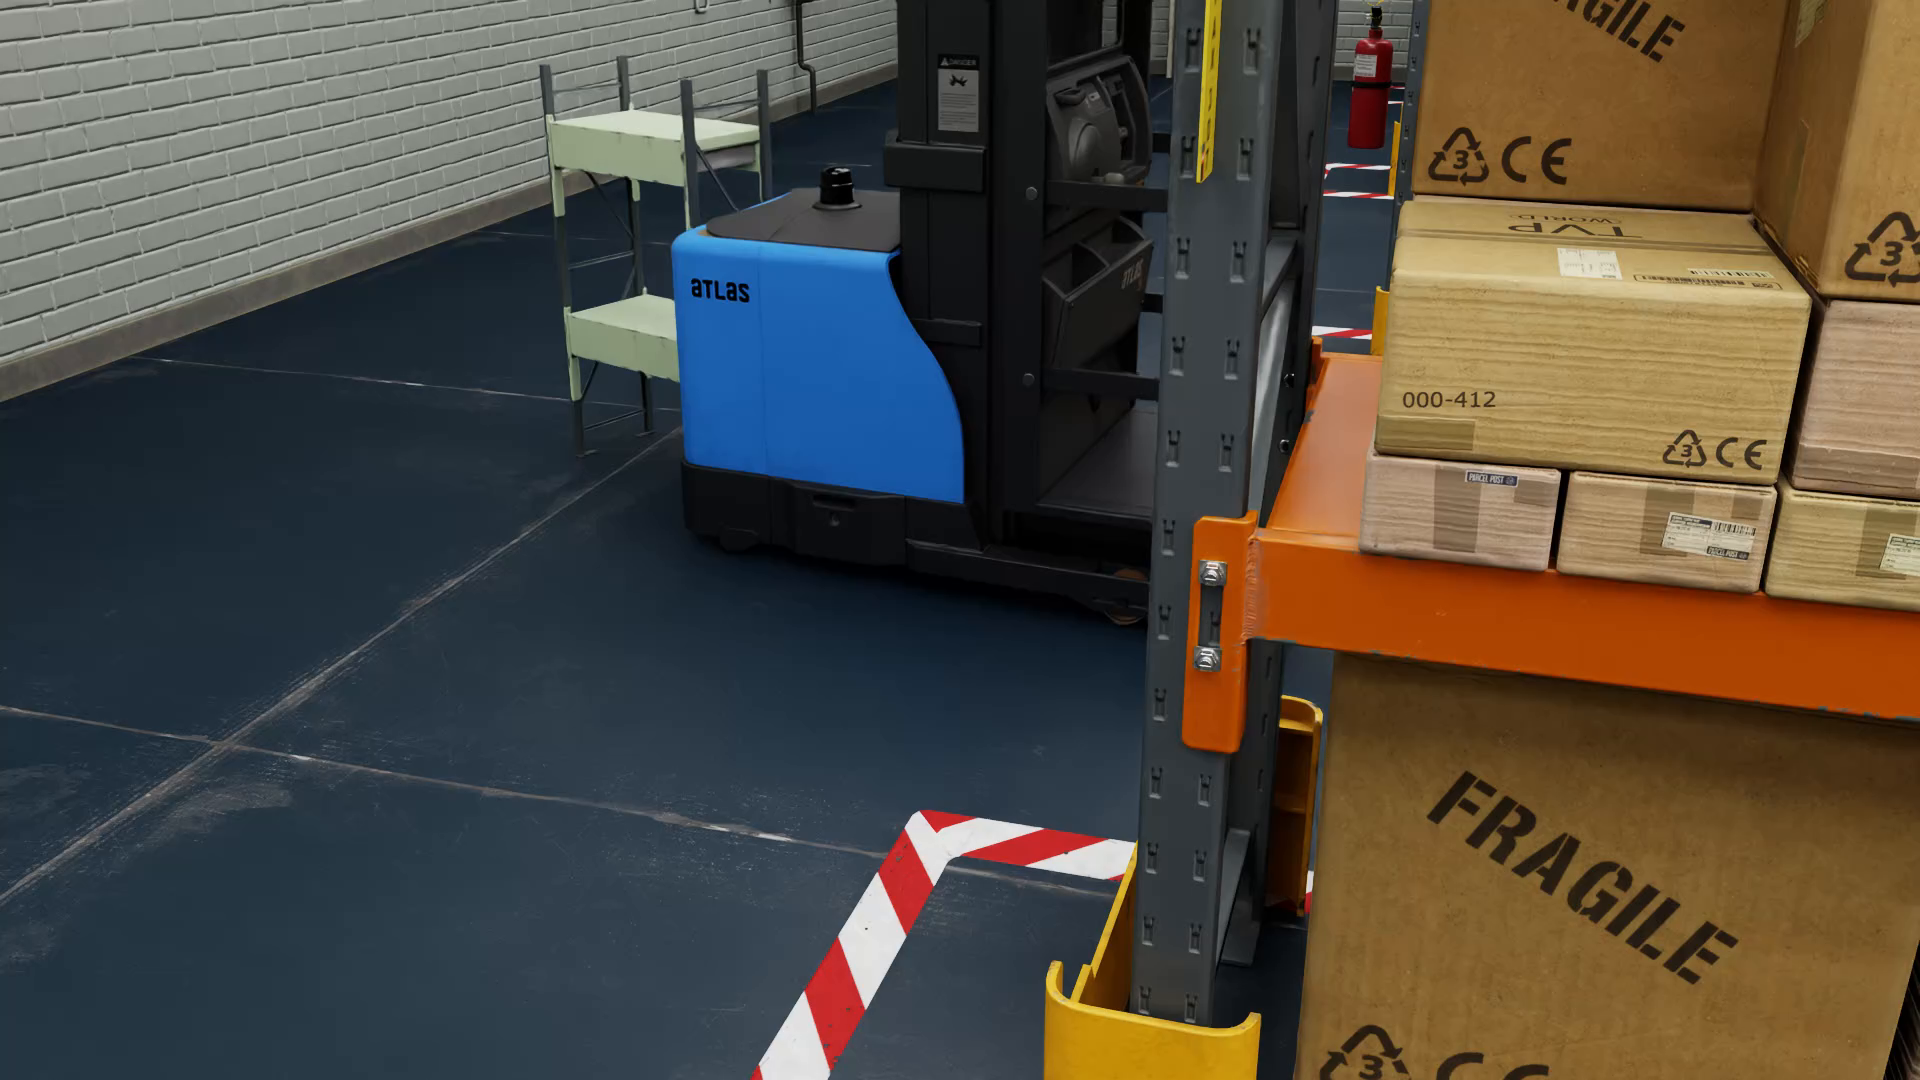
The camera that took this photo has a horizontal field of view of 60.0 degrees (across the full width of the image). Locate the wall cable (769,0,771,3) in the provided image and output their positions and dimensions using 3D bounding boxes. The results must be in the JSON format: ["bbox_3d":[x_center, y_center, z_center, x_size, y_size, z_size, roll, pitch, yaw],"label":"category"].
[{"bbox_3d":[-1.664,-5.576,14.073,0.122,1.984,0.588,7,23,16],"label":"wall cable"}]

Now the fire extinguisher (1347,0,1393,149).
[{"bbox_3d":[1.901,-2.158,7.671,0.183,0.674,0.296,7,23,16],"label":"fire extinguisher"}]

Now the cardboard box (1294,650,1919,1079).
[{"bbox_3d":[1.116,0.450,2.966,0.875,0.875,0.875,7,23,16],"label":"cardboard box"}]

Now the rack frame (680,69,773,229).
[{"bbox_3d":[-0.809,-0.908,6.008,0.023,1.500,0.400,16,27,35],"label":"rack frame"}]

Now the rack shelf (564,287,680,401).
[{"bbox_3d":[-1.099,-0.692,6.339,0.720,0.370,0.431,16,27,35],"label":"rack shelf"}]

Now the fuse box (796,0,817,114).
[{"bbox_3d":[-1.316,-4.741,15.073,0.414,1.711,0.539,7,23,16],"label":"fuse box"}]

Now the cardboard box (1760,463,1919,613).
[{"bbox_3d":[1.216,-0.049,2.268,0.250,0.149,0.380,6,23,14],"label":"cardboard box"}]

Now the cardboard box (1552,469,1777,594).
[{"bbox_3d":[0.970,-0.077,2.336,0.250,0.149,0.380,6,23,15],"label":"cardboard box"}]

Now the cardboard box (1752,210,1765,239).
[{"bbox_3d":[1.506,-0.435,2.684,0.500,0.250,0.500,6,23,15],"label":"cardboard box"}]

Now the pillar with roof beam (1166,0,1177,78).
[{"bbox_3d":[1.208,-7.618,12.485,0.400,9.000,9.100,7,23,16],"label":"pillar with roof beam"}]

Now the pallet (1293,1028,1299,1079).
[{"bbox_3d":[1.268,0.970,3.128,1.213,0.211,1.003,7,23,16],"label":"pallet"}]

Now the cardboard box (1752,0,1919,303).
[{"bbox_3d":[1.340,-0.589,2.071,0.500,0.500,0.500,6,23,14],"label":"cardboard box"}]

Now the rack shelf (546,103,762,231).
[{"bbox_3d":[-1.099,-1.354,6.067,0.720,0.370,0.431,16,27,35],"label":"rack shelf"}]

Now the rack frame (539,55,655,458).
[{"bbox_3d":[-1.388,-1.079,6.423,0.023,1.500,0.400,16,27,35],"label":"rack frame"}]

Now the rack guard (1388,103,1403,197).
[{"bbox_3d":[3.319,-2.826,12.001,0.348,0.500,1.175,7,23,16],"label":"rack guard"}]

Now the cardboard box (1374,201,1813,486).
[{"bbox_3d":[0.861,-0.297,2.347,0.500,0.250,0.500,6,23,14],"label":"cardboard box"}]

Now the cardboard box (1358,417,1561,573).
[{"bbox_3d":[0.724,-0.105,2.403,0.250,0.149,0.380,7,23,16],"label":"cardboard box"}]

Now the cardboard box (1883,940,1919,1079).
[{"bbox_3d":[1.987,0.550,2.723,0.875,0.875,0.875,7,23,16],"label":"cardboard box"}]

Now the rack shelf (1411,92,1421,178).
[{"bbox_3d":[3.924,-1.618,6.711,4.000,0.370,1.077,7,23,16],"label":"rack shelf"}]

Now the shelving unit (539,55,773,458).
[{"bbox_3d":[-1.099,-0.993,6.215,0.755,1.500,0.431,16,27,35],"label":"shelving unit"}]

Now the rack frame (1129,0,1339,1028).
[{"bbox_3d":[0.480,-0.380,2.743,0.127,3.000,1.000,7,23,16],"label":"rack frame"}]

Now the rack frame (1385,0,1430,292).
[{"bbox_3d":[2.009,-2.171,7.109,0.127,3.000,1.000,7,23,16],"label":"rack frame"}]

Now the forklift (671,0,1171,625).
[{"bbox_3d":[0.621,-1.297,5.069,3.031,2.935,1.130,9,24,20],"label":"forklift"}]

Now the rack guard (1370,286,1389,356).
[{"bbox_3d":[2.082,-1.006,7.563,0.348,0.500,1.175,7,23,16],"label":"rack guard"}]

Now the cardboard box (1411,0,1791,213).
[{"bbox_3d":[1.022,-0.837,2.675,0.500,0.500,0.500,7,23,16],"label":"cardboard box"}]

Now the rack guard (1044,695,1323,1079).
[{"bbox_3d":[0.457,0.774,3.224,0.348,0.500,1.175,7,23,16],"label":"rack guard"}]

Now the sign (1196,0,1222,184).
[{"bbox_3d":[0.314,-0.616,2.074,0.005,0.325,0.100,7,23,16],"label":"sign"}]

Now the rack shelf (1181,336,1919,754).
[{"bbox_3d":[2.395,0.173,2.345,4.000,0.370,1.077,7,23,16],"label":"rack shelf"}]

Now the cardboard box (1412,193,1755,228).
[{"bbox_3d":[1.020,-0.491,2.820,0.500,0.250,0.500,6,23,15],"label":"cardboard box"}]

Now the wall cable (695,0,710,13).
[{"bbox_3d":[-2.063,-5.074,12.808,0.123,1.953,0.585,7,23,16],"label":"wall cable"}]

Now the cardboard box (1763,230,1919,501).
[{"bbox_3d":[1.361,-0.242,2.214,0.500,0.250,0.500,6,23,15],"label":"cardboard box"}]
